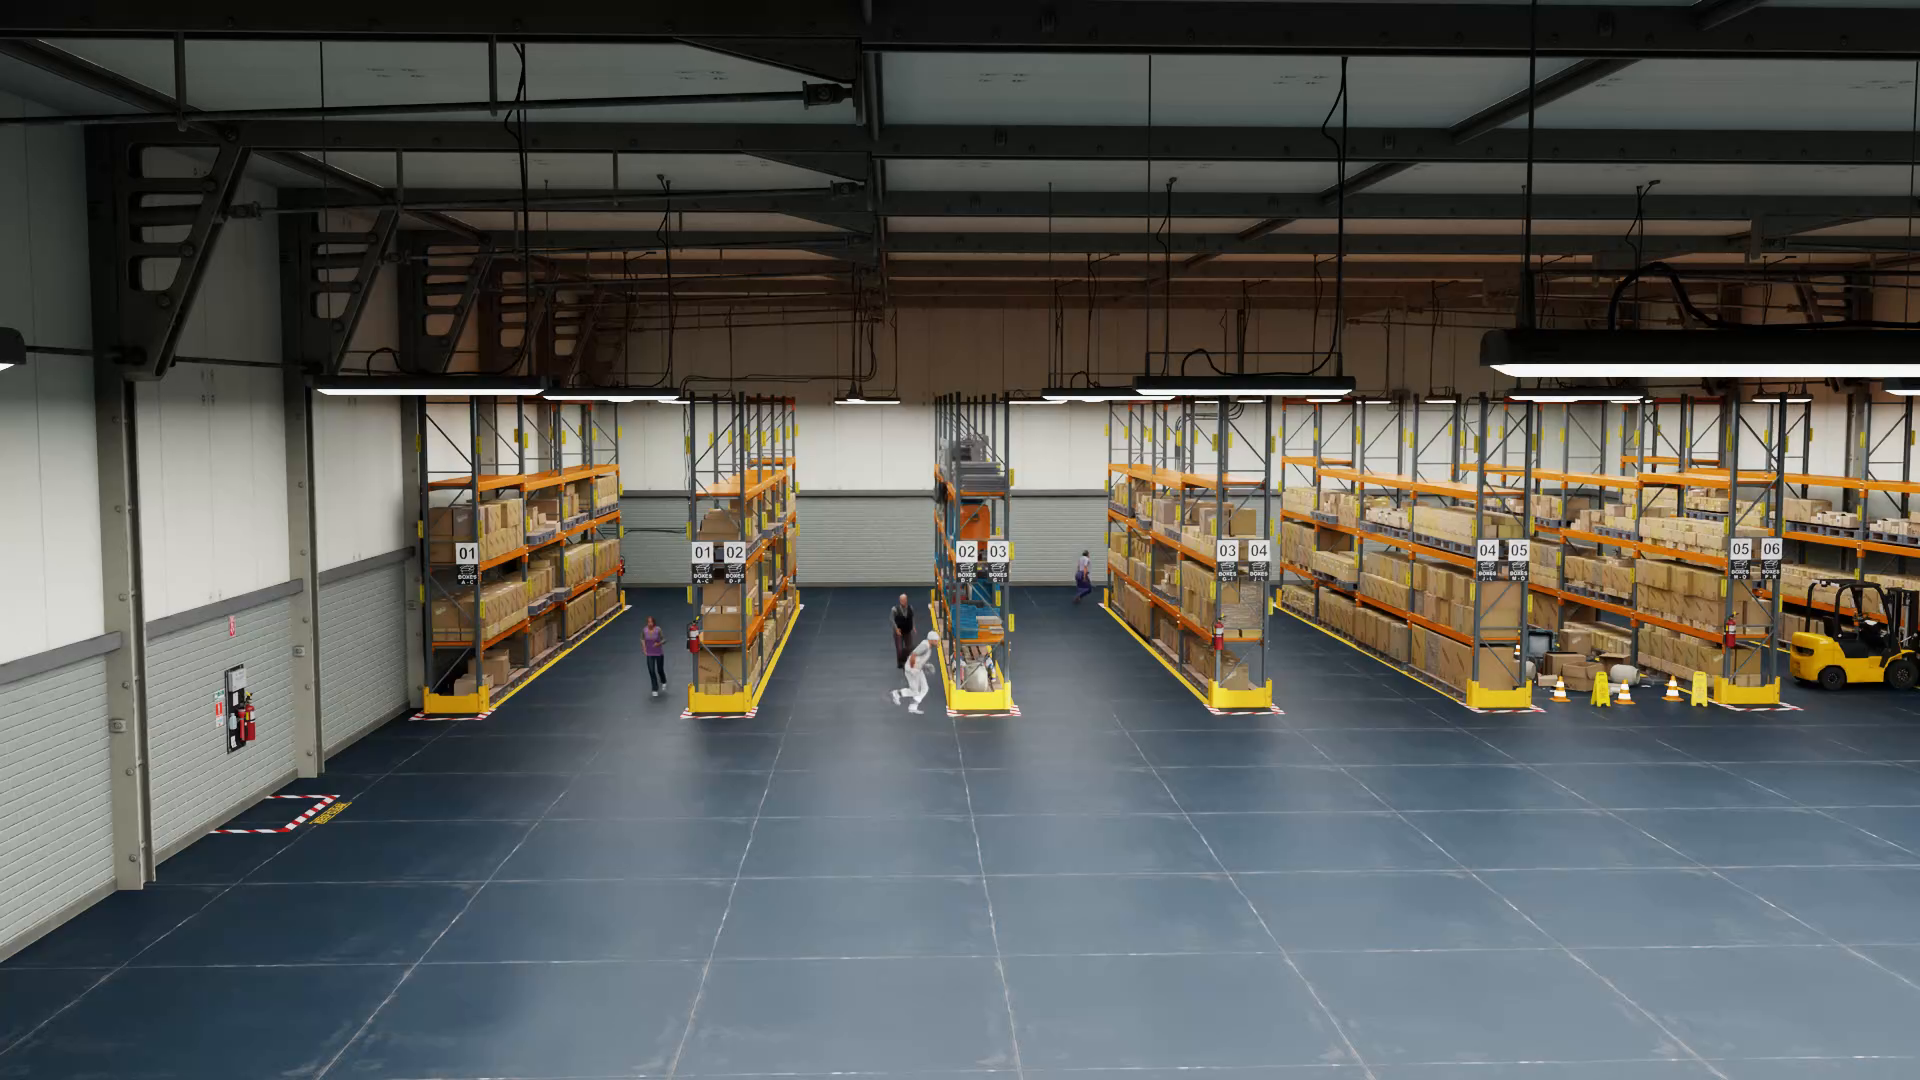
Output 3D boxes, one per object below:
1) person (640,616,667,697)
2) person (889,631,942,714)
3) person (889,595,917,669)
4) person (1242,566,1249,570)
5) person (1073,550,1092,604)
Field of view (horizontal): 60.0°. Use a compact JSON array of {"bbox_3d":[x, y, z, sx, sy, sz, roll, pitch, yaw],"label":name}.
[{"bbox_3d":[-6.082,2.291,33.002,0.529,1.551,0.797,0,5,-5],"label":"person"},{"bbox_3d":[-0.836,2.468,30.977,1.026,1.571,0.672,1,5,16],"label":"person"},{"bbox_3d":[-1.284,1.994,36.352,0.630,1.658,0.738,-2,5,-21],"label":"person"},{"bbox_3d":[8.305,1.061,48.167,0.619,1.673,0.699,3,5,31],"label":"person"},{"bbox_3d":[3.560,1.087,48.368,0.577,1.599,0.620,-3,6,-35],"label":"person"}]
